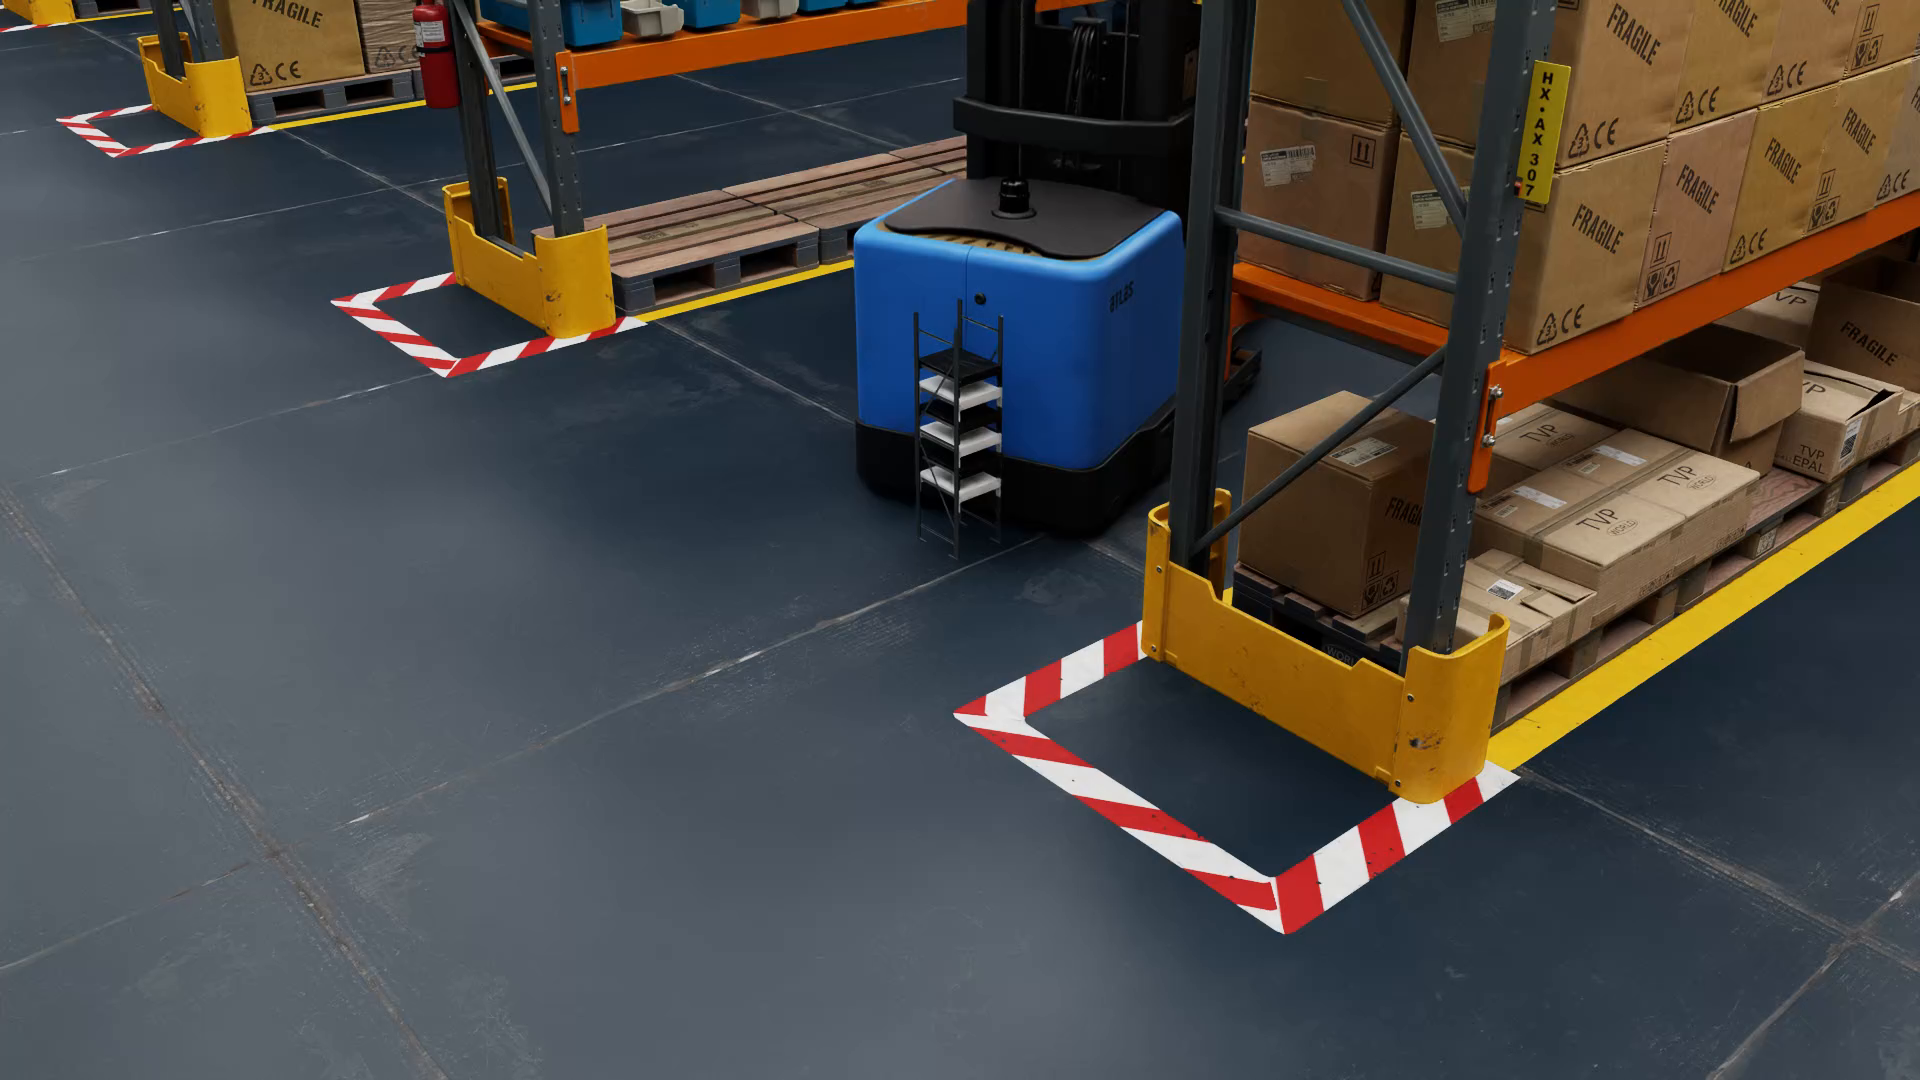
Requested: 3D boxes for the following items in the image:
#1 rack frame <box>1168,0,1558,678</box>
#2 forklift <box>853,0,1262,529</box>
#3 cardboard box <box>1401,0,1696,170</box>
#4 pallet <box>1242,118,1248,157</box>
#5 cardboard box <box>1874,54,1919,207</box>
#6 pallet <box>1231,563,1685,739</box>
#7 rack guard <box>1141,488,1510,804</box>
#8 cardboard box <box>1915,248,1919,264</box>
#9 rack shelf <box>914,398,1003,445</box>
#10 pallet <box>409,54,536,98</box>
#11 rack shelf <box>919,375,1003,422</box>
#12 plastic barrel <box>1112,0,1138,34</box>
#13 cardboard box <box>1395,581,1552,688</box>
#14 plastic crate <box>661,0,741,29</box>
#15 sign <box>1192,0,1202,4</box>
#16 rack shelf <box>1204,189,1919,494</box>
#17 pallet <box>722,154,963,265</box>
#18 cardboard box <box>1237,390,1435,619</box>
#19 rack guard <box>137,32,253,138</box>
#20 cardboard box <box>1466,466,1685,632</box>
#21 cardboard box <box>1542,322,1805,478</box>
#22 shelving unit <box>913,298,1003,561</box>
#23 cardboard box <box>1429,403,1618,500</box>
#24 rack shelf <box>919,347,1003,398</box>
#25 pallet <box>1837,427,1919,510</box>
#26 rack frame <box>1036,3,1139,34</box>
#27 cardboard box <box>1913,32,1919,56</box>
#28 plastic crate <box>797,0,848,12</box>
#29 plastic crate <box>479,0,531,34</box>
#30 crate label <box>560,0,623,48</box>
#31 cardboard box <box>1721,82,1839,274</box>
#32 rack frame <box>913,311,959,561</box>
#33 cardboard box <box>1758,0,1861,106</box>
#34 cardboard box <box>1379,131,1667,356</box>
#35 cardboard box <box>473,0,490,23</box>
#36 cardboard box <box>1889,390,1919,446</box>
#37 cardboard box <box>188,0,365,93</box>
[{"bbox_3d":[1.031,-0.783,4.533,0.127,3.000,1.000,-22,35,-35],"label":"rack frame"},{"bbox_3d":[0.718,-1.998,6.880,1.130,2.935,3.031,14,31,24],"label":"forklift"},{"bbox_3d":[1.540,-1.310,4.351,0.500,0.500,0.500,-21,34,-33],"label":"cardboard box"},{"bbox_3d":[1.476,-2.775,11.220,1.213,0.211,1.003,-22,35,-35],"label":"pallet"},{"bbox_3d":[3.080,-1.490,5.750,0.500,0.500,0.500,-21,35,-34],"label":"cardboard box"},{"bbox_3d":[1.695,0.179,5.691,1.213,0.211,1.003,-22,35,-35],"label":"pallet"},{"bbox_3d":[1.089,0.296,5.166,0.348,0.500,1.175,-22,35,-35],"label":"rack guard"},{"bbox_3d":[4.600,-1.159,7.422,0.500,0.500,0.500,-24,36,-37],"label":"cardboard box"},{"bbox_3d":[-0.006,-0.444,6.007,0.200,0.077,0.258,-22,35,-35],"label":"rack shelf"},{"bbox_3d":[-3.911,-3.751,13.044,1.213,0.211,1.003,-22,35,-35],"label":"pallet"},{"bbox_3d":[-0.006,-0.524,5.964,0.200,0.077,0.258,-22,35,-35],"label":"rack shelf"},{"bbox_3d":[1.287,-3.204,10.844,0.708,0.901,0.600,-22,35,-35],"label":"plastic barrel"},{"bbox_3d":[1.573,0.275,5.111,0.250,0.149,0.380,-22,35,-35],"label":"cardboard box"},{"bbox_3d":[-1.279,-2.672,8.181,0.300,0.233,0.416,-22,35,-35],"label":"plastic crate"},{"bbox_3d":[0.686,-1.639,4.570,0.005,0.325,0.100,-22,35,-35],"label":"sign"},{"bbox_3d":[2.553,-1.078,5.848,4.000,0.370,1.077,-22,35,-35],"label":"rack shelf"},{"bbox_3d":[-0.601,-1.940,9.657,1.213,0.211,1.003,-22,35,-35],"label":"pallet"},{"bbox_3d":[1.285,-0.130,5.495,0.500,0.500,0.500,-22,35,-35],"label":"cardboard box"},{"bbox_3d":[-5.414,-3.227,11.757,0.348,0.500,1.175,-22,35,-35],"label":"rack guard"},{"bbox_3d":[2.009,0.018,5.485,0.500,0.250,0.500,-22,35,-35],"label":"cardboard box"},{"bbox_3d":[2.648,-0.523,6.229,0.637,0.503,0.797,-22,35,-35],"label":"cardboard box"},{"bbox_3d":[-0.006,-0.394,6.033,0.210,0.900,0.258,-22,35,-35],"label":"shelving unit"},{"bbox_3d":[2.027,-0.299,6.078,0.500,0.250,0.500,-22,35,-35],"label":"cardboard box"},{"bbox_3d":[-0.006,-0.603,5.922,0.200,0.077,0.258,-22,35,-35],"label":"rack shelf"},{"bbox_3d":[3.551,-0.567,7.088,1.213,0.211,1.003,-22,35,-35],"label":"pallet"},{"bbox_3d":[0.862,-3.784,10.149,0.127,3.000,1.000,-22,35,-35],"label":"rack frame"},{"bbox_3d":[3.086,-1.933,5.517,0.500,0.500,0.500,-22,35,-35],"label":"cardboard box"},{"bbox_3d":[-0.778,-2.873,8.558,0.300,0.233,0.416,-22,35,-35],"label":"plastic crate"},{"bbox_3d":[-2.047,-2.772,8.153,0.499,0.435,0.616,-22,35,-35],"label":"plastic crate"},{"bbox_3d":[-1.779,-2.471,7.805,0.303,0.233,0.416,-22,35,-35],"label":"crate label"},{"bbox_3d":[2.313,-1.181,5.171,0.500,0.500,0.500,-22,35,-35],"label":"cardboard box"},{"bbox_3d":[-0.084,-0.363,5.975,0.006,0.900,0.240,-22,35,-35],"label":"rack frame"},{"bbox_3d":[2.316,-1.624,4.939,0.500,0.500,0.500,-21,35,-34],"label":"cardboard box"},{"bbox_3d":[1.540,-0.869,4.587,0.500,0.500,0.500,-21,35,-34],"label":"cardboard box"},{"bbox_3d":[-3.591,-4.360,13.034,0.875,0.875,0.875,-22,35,-35],"label":"cardboard box"},{"bbox_3d":[3.578,-0.531,6.620,0.250,0.149,0.380,-22,35,-35],"label":"cardboard box"},{"bbox_3d":[-4.961,-3.809,12.004,0.875,0.875,0.875,-22,35,-35],"label":"cardboard box"}]
